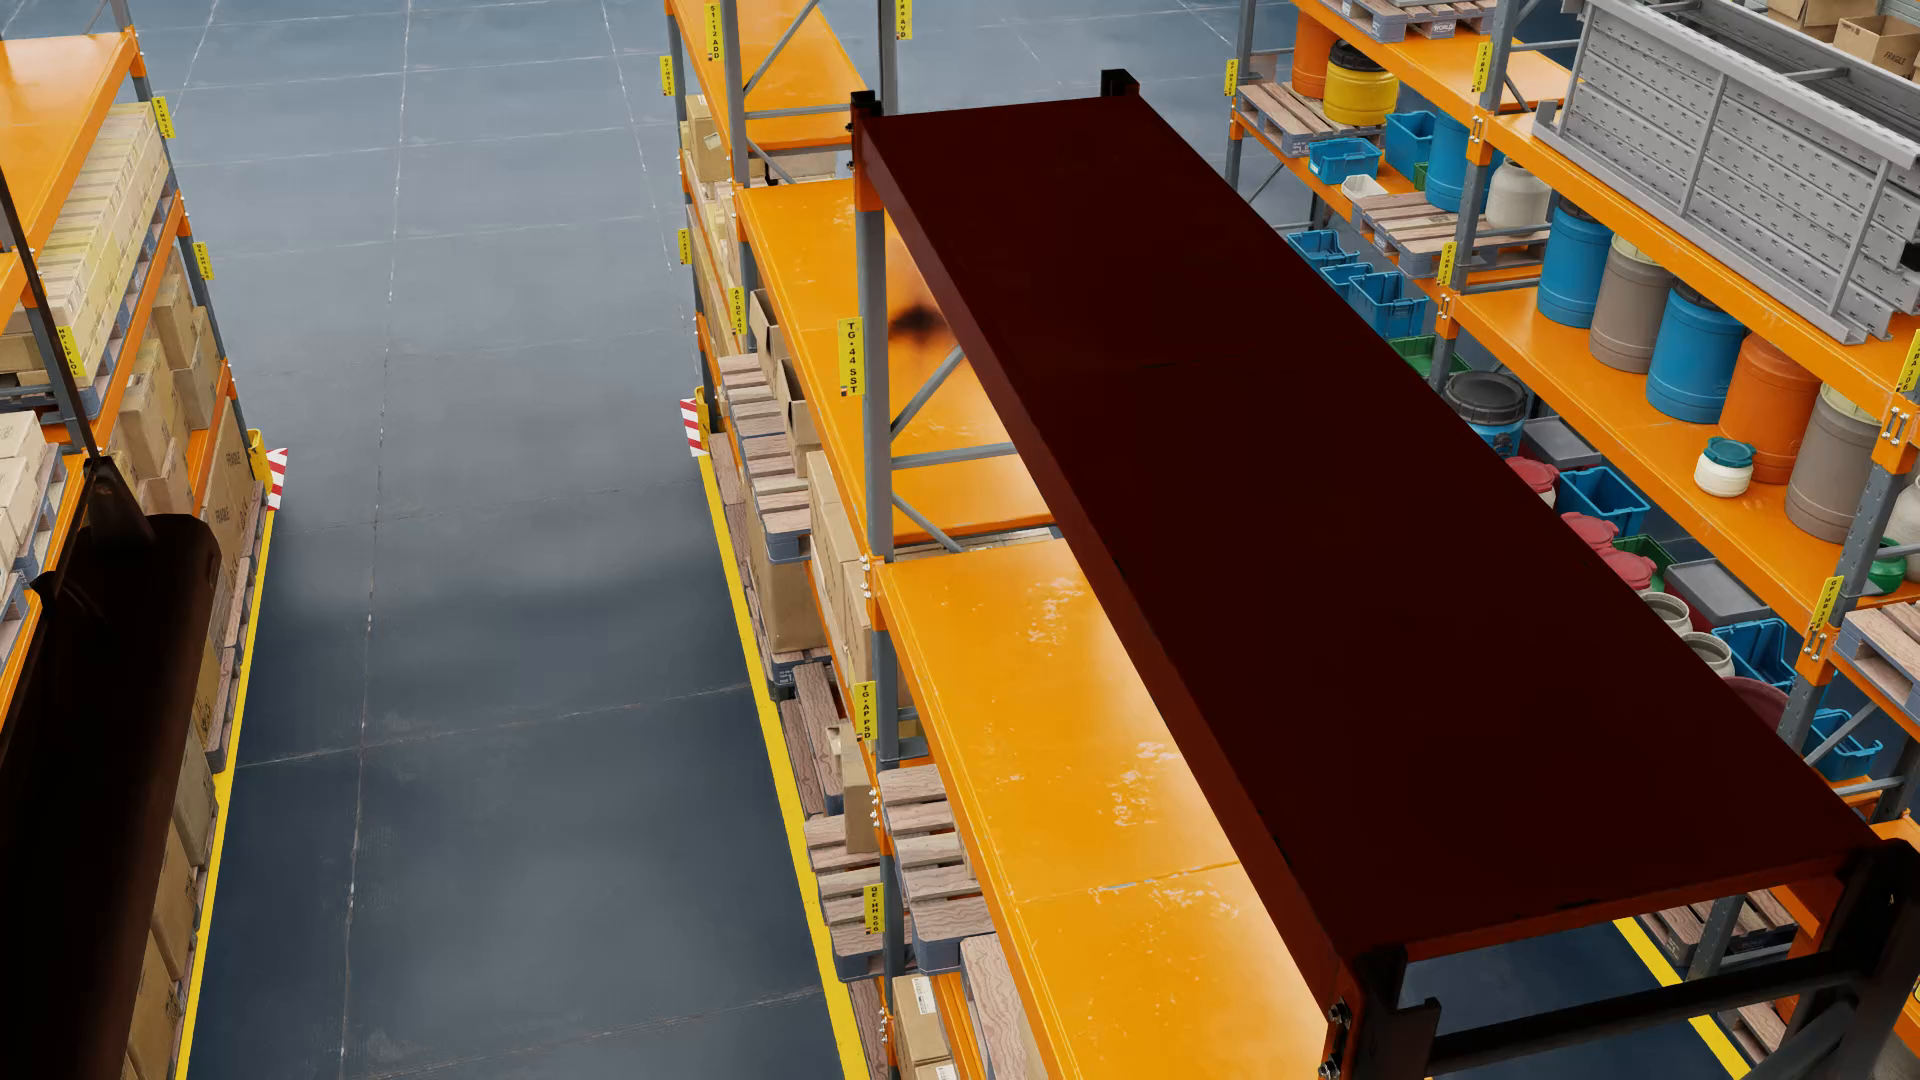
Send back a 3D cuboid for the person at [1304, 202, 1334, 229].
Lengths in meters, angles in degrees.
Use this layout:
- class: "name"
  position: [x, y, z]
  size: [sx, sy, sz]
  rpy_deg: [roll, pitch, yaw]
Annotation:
- class: "person"
  position: [4.470, -4.331, 18.899]
  size: [0.952, 1.726, 0.672]
  rpy_deg: [9, 35, 13]
